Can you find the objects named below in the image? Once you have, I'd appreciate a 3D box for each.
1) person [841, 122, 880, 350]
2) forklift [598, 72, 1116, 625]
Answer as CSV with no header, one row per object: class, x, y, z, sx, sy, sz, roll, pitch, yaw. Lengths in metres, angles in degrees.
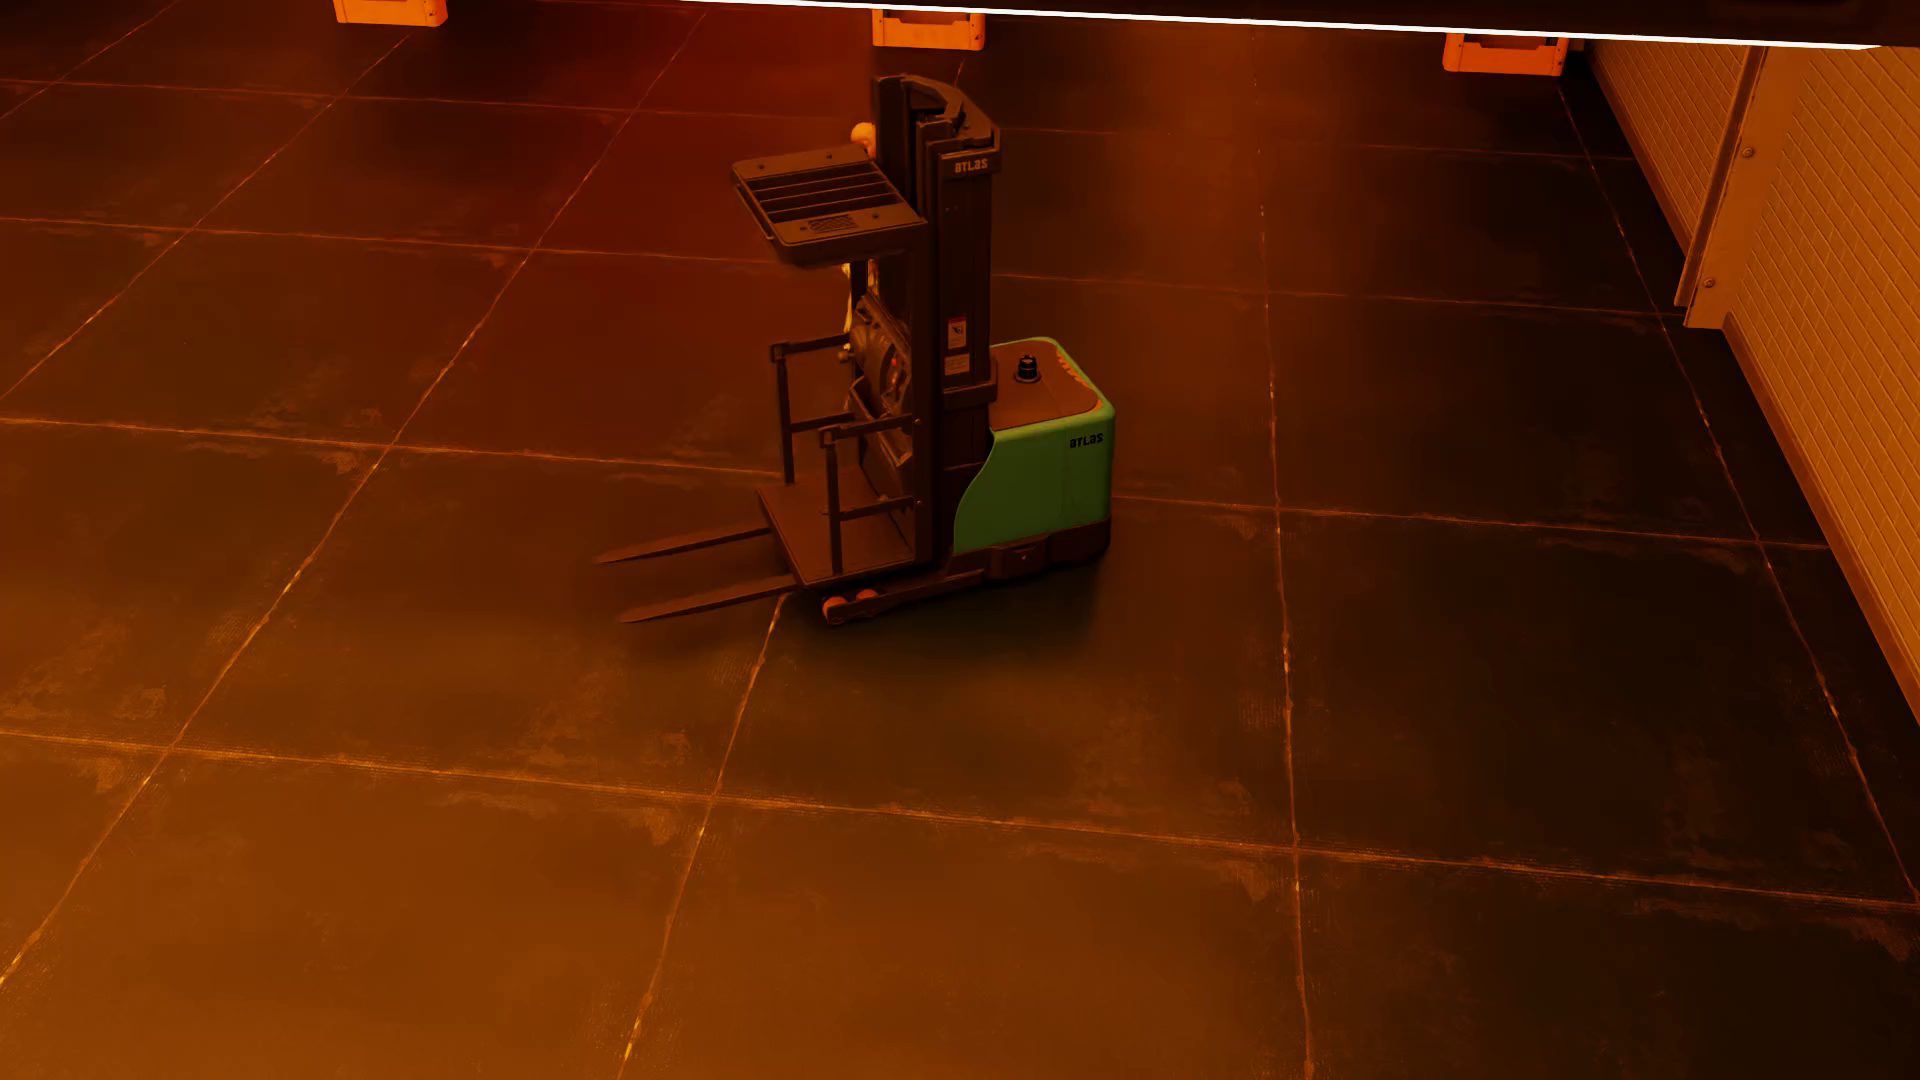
person,-0.673,-2.120,11.882,0.447,1.772,0.678,-11,38,-15
forklift,-0.640,-1.035,9.434,3.031,2.935,1.130,-13,38,-17
